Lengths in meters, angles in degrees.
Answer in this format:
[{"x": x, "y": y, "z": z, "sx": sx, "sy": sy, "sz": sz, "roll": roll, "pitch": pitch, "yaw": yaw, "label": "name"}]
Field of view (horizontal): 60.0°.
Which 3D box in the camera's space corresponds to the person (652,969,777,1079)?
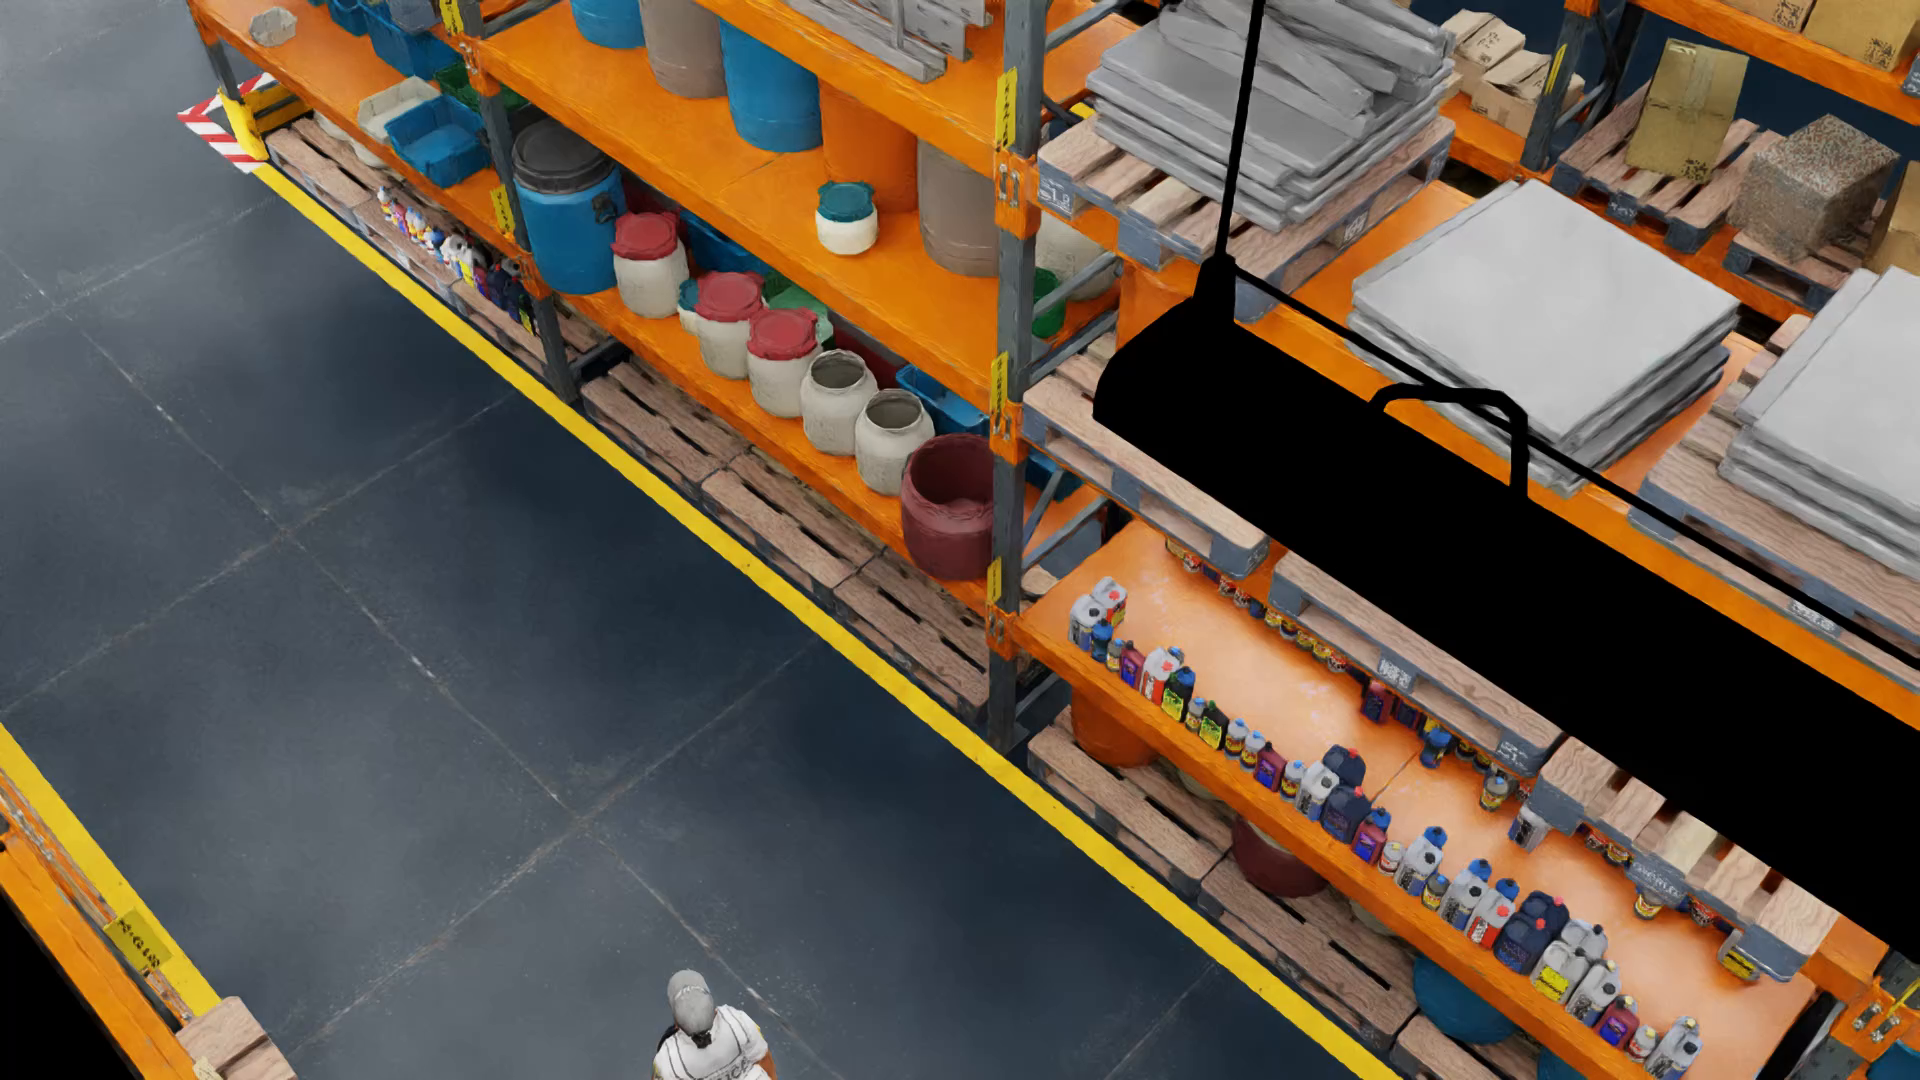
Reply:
[{"x": -1.073, "y": 2.400, "z": 7.328, "sx": 0.477, "sy": 1.590, "sz": 1.003, "roll": -30, "pitch": 56, "yaw": -23, "label": "person"}]
